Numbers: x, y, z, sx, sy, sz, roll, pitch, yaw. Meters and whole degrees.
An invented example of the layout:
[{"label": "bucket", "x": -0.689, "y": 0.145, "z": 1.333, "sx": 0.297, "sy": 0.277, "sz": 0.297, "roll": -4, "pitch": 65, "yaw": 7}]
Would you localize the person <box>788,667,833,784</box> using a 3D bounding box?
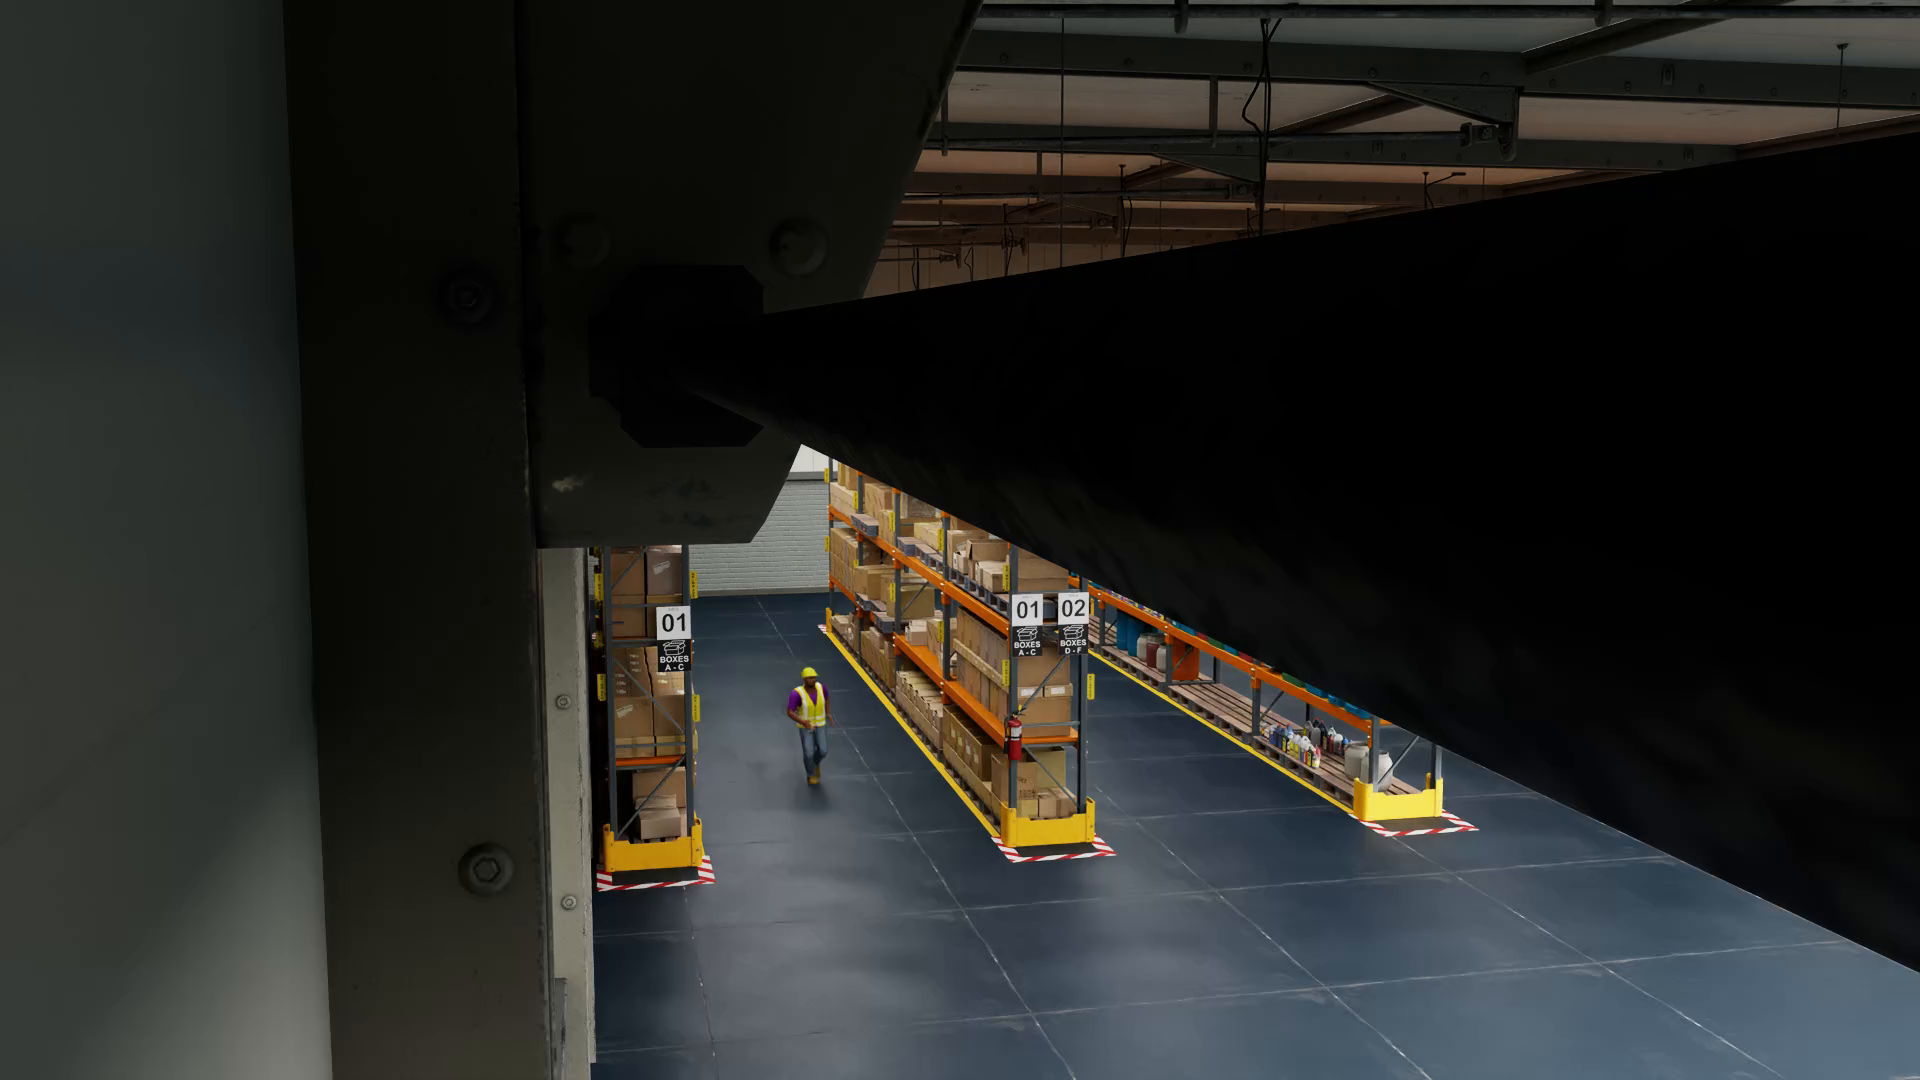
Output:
[{"label": "person", "x": -2.132, "y": 2.659, "z": 23.777, "sx": 0.697, "sy": 1.716, "sz": 0.566, "roll": -3, "pitch": 7, "yaw": -24}]
